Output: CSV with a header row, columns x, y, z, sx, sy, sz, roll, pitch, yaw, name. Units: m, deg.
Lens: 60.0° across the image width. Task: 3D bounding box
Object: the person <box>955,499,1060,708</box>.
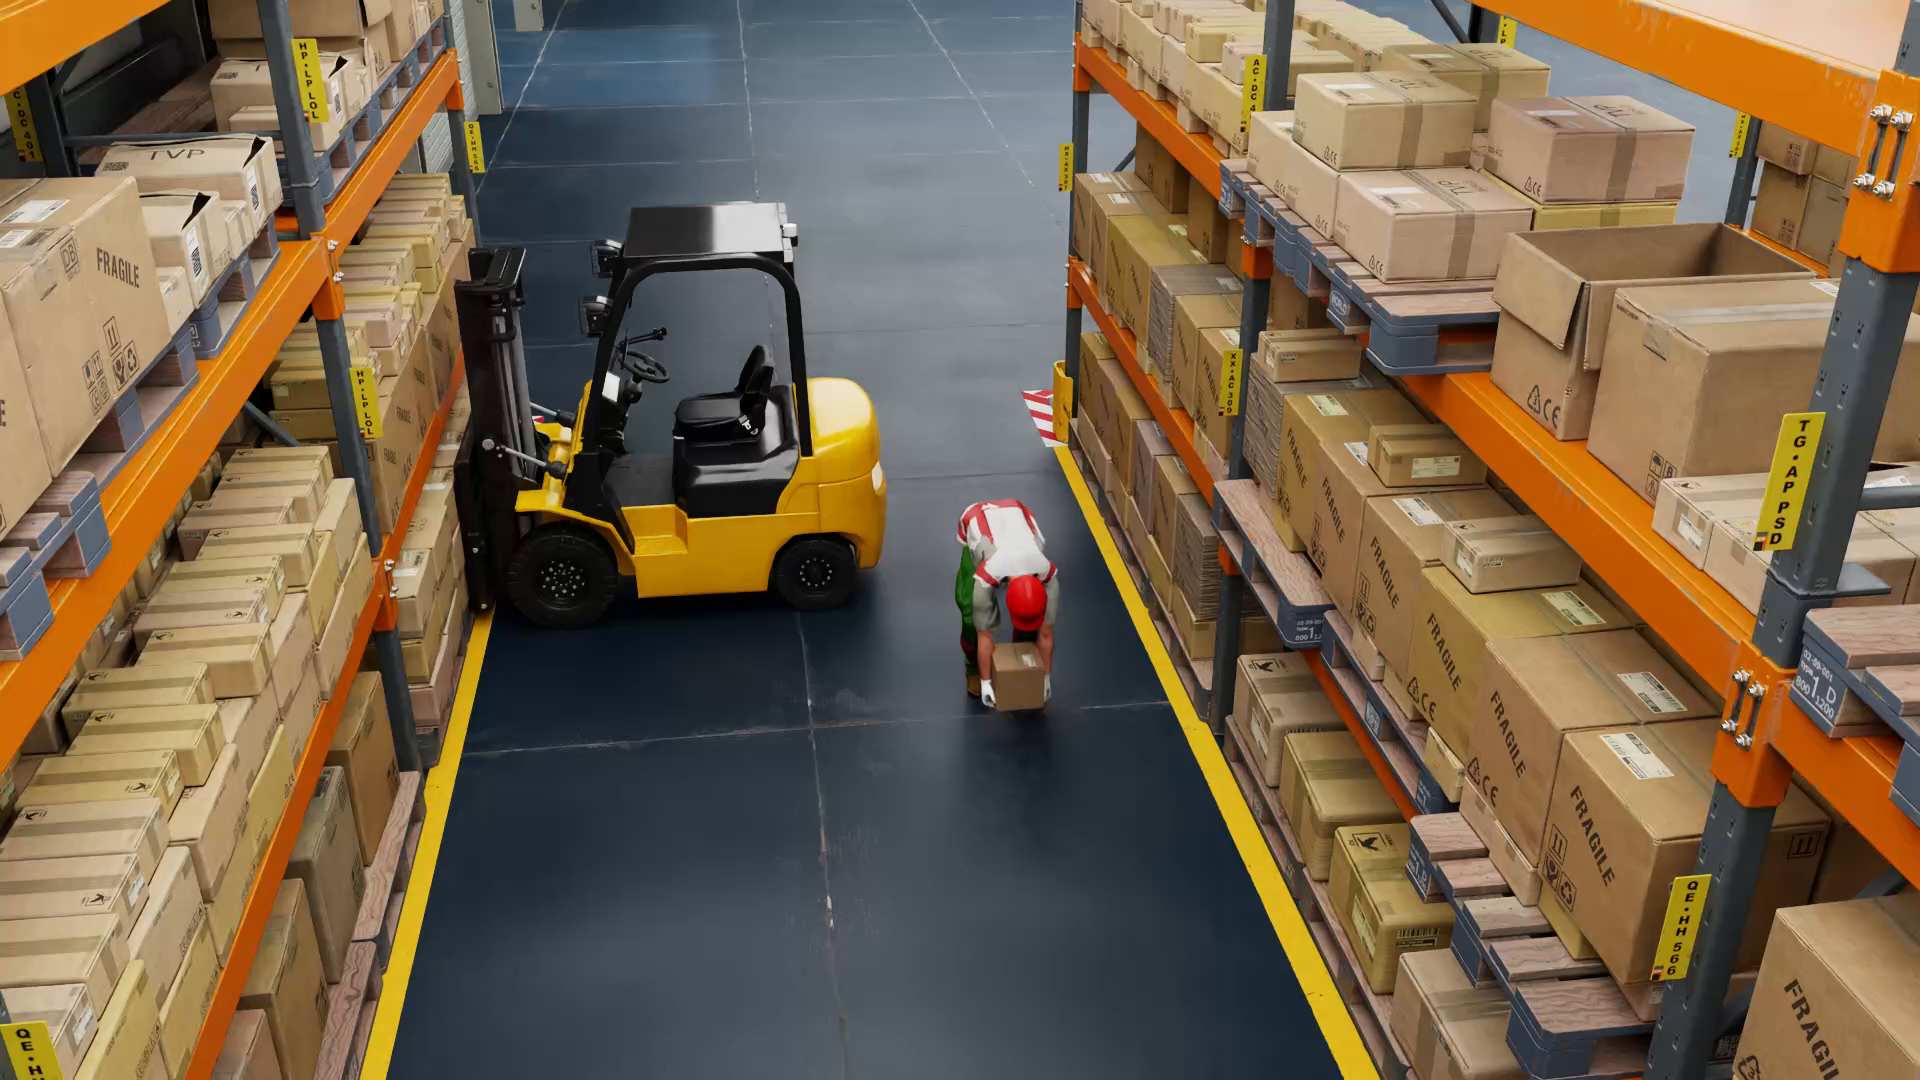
x,y,z,sx,sy,sz,roll,pitch,yaw,name
0.264,0.393,8.616,0.518,1.060,0.962,-6,27,-11,person
